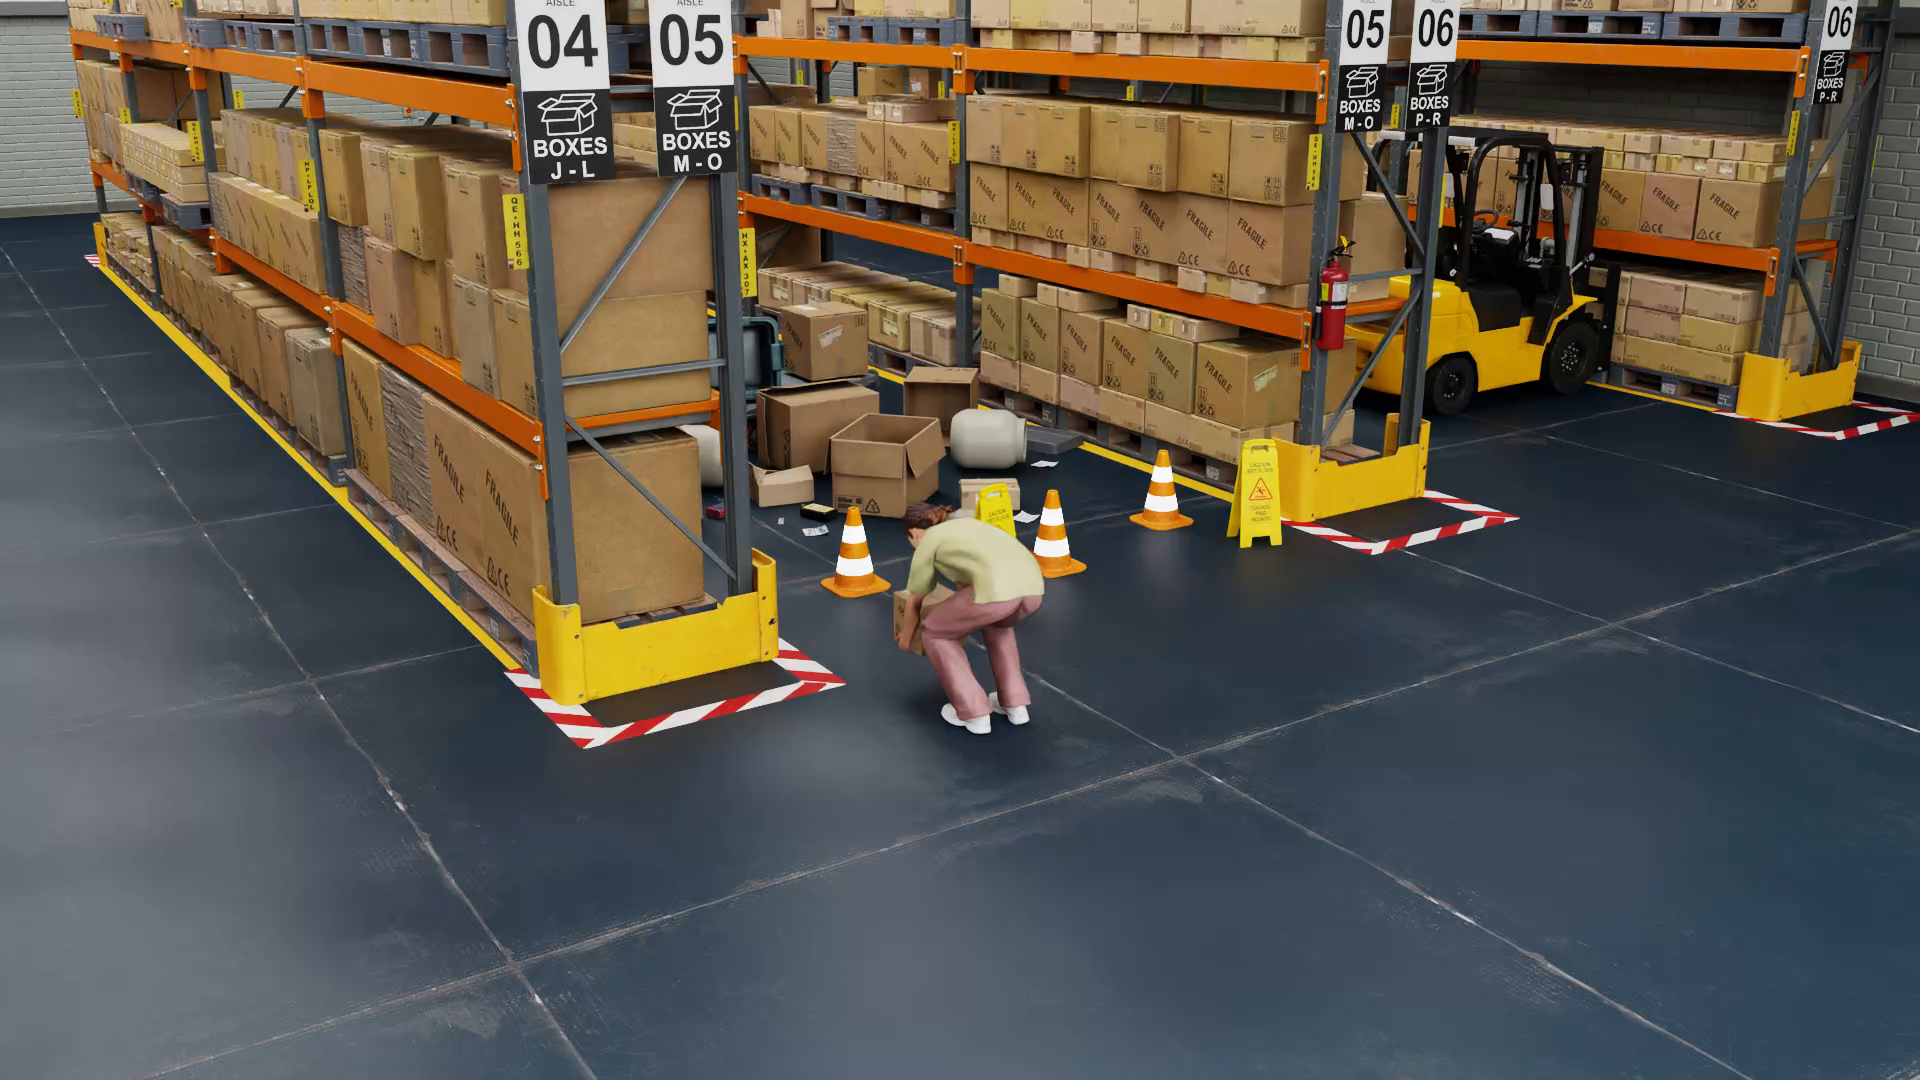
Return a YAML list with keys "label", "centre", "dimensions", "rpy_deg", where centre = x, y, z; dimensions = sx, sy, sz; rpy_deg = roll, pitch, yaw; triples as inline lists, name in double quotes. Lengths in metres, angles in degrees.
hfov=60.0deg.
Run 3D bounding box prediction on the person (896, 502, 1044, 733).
- label: "person"
  centre: [0.027, 0.333, 7.684]
  dimensions: [0.475, 0.965, 0.867]
  rpy_deg: [-13, 22, -34]
